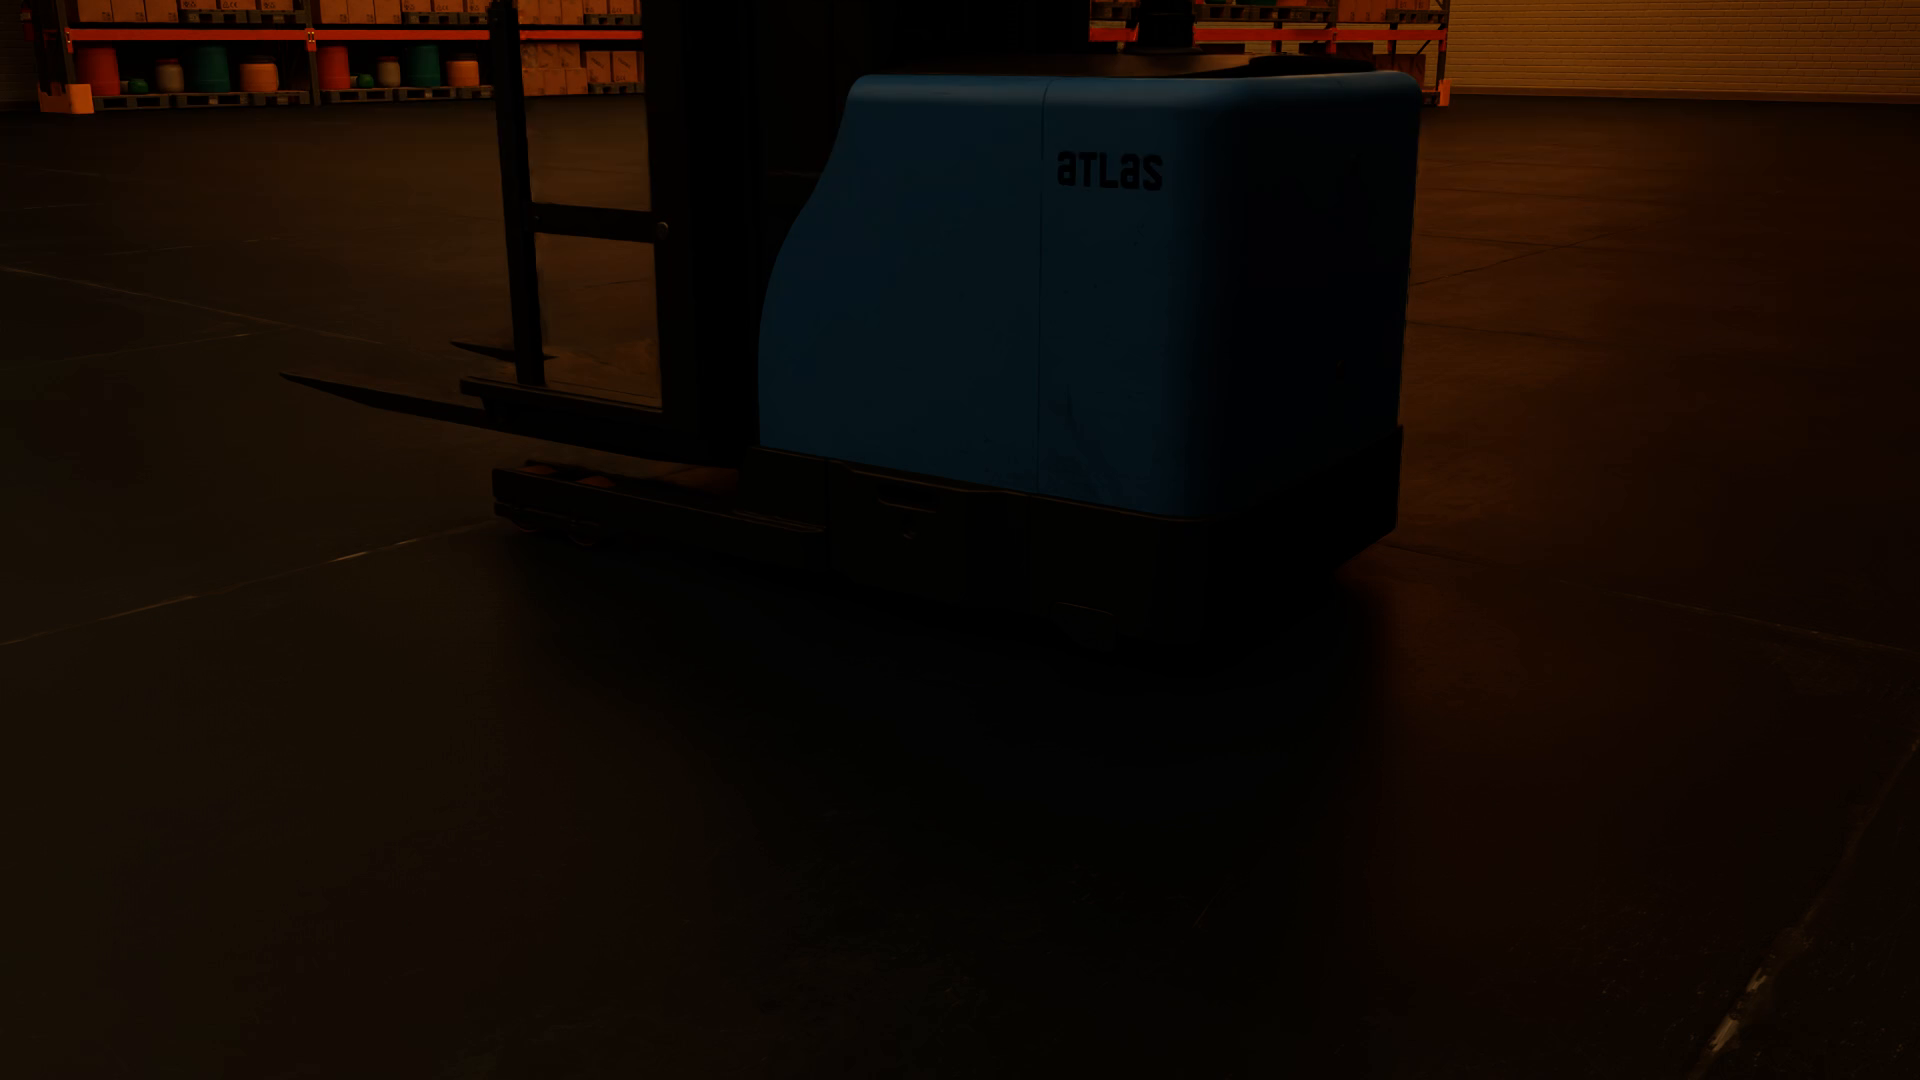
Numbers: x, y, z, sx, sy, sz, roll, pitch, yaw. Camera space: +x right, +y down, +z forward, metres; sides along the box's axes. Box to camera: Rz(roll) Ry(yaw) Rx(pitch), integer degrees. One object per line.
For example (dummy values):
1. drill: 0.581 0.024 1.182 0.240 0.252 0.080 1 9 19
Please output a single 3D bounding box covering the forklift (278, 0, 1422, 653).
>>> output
1. forklift: -0.511 -1.500 3.839 3.031 2.935 1.130 11 20 33
